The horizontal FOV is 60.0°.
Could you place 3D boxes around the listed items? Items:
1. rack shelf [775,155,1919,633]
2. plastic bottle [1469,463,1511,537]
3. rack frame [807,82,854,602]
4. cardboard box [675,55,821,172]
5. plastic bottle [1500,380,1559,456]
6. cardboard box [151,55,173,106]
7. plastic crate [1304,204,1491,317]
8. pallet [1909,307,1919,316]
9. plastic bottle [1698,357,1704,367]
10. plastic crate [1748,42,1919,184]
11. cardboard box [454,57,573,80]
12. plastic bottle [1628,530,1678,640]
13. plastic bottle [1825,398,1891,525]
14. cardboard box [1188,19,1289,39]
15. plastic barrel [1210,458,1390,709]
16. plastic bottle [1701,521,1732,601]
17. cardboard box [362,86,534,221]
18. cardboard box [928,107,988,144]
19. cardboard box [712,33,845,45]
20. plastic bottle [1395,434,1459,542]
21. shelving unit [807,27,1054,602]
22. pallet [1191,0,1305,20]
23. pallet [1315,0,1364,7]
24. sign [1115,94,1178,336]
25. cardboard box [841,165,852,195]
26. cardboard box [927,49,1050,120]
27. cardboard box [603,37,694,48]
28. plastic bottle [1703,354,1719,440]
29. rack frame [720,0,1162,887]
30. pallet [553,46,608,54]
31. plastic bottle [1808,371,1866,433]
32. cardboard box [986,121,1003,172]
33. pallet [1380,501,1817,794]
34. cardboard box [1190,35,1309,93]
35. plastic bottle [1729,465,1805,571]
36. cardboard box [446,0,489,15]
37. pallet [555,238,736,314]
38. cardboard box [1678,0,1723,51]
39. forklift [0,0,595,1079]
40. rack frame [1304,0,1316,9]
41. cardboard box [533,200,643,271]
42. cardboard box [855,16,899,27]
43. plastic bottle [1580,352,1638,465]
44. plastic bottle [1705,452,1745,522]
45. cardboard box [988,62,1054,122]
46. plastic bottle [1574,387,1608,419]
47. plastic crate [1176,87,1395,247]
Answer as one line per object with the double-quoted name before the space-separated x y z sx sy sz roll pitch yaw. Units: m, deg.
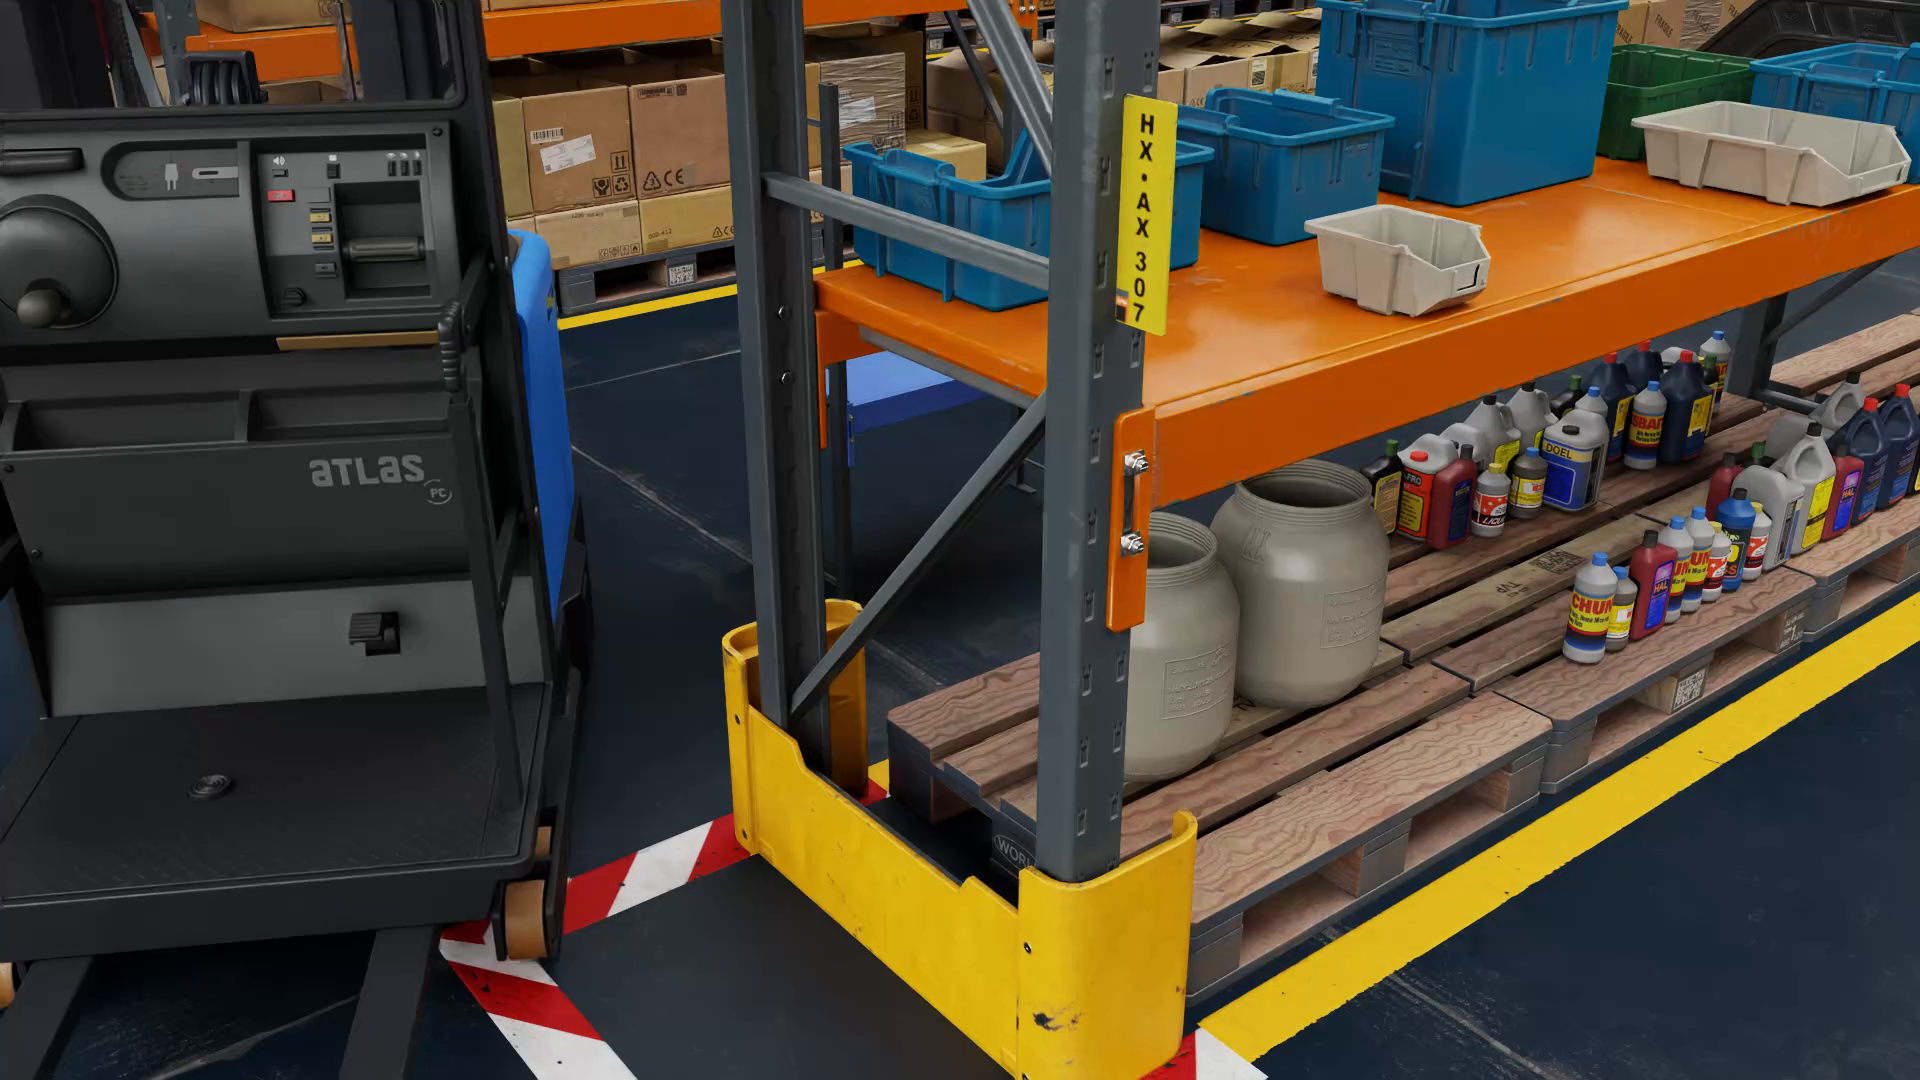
"rack shelf" 1.498 -0.705 4.060 4.000 0.370 1.077 -18 31 -34
"plastic bottle" 1.515 -0.120 4.747 0.097 0.201 0.097 0 25 0
"rack frame" -0.467 -0.526 4.602 0.032 1.500 0.500 -18 31 -34
"cardboard box" -1.004 -2.026 7.929 0.500 0.500 0.500 -18 31 -34
"plastic bottle" 1.698 -0.317 4.994 0.185 0.351 0.144 -19 31 -34
"cardboard box" -5.140 -3.071 10.976 0.500 0.311 0.500 -15 29 -30
"plastic crate" 0.827 -0.518 3.116 0.250 0.136 0.298 -18 31 -34
"pallet" 4.627 -0.821 6.769 1.213 0.211 1.003 -18 31 -34
"plastic bottle" 2.471 -0.517 5.602 0.097 0.201 0.097 0 25 0
"plastic crate" 2.369 -1.106 4.246 0.616 0.251 0.499 -18 31 -34
"cardboard box" -2.113 -1.939 7.742 0.500 0.500 0.500 -18 31 -34
"plastic bottle" 1.733 0.100 4.174 0.133 0.283 0.061 -18 30 -33
"plastic bottle" 2.592 -0.236 4.819 0.185 0.351 0.144 -20 32 -37
"cardboard box" 1.762 -3.120 10.510 0.500 0.311 0.500 -19 31 -35
"plastic barrel" 0.789 0.100 3.928 0.421 0.512 0.421 0 25 0
"plastic bottle" 1.970 0.050 4.381 0.097 0.201 0.097 0 25 0
"cardboard box" -2.178 -1.633 7.082 0.500 0.500 0.500 -18 31 -34
"cardboard box" 0.166 -2.340 9.495 0.500 0.250 0.500 -19 31 -35
"cardboard box" -0.928 -2.327 8.577 0.500 0.500 0.500 -18 31 -34
"plastic bottle" 1.314 -0.154 4.732 0.135 0.276 0.152 -18 30 -34
"shelving unit" -0.067 -0.658 4.887 1.048 1.500 0.538 -18 31 -34
"pallet" 2.693 -5.420 16.679 1.213 0.211 1.003 -18 31 -34
"pallet" 3.901 -5.817 17.534 1.213 0.211 1.003 -18 31 -34
"sign" 0.260 -0.454 2.336 0.005 0.325 0.100 -18 31 -34
"cardboard box" -0.611 -1.816 8.368 0.500 0.250 0.500 -18 31 -34
"cardboard box" 0.160 -2.590 9.370 0.500 0.311 0.500 -18 31 -34
"cardboard box" -2.472 -4.095 12.957 0.500 0.500 0.700 -17 30 -32
"plastic bottle" 2.379 -0.452 5.366 0.133 0.283 0.061 -18 31 -34
"rack frame" -0.076 -0.512 2.789 0.127 3.000 1.000 -18 31 -34
"pallet" -2.430 -3.770 13.123 1.213 0.211 1.003 -18 31 -34
"plastic bottle" 2.654 -0.334 5.030 0.185 0.351 0.144 -18 31 -34
"cardboard box" 0.489 -2.159 9.105 0.500 0.250 0.500 -19 31 -35
"pallet" 1.557 0.194 4.582 1.213 0.211 1.003 -18 31 -34
"cardboard box" 1.706 -2.815 9.853 0.500 0.311 0.500 -17 30 -33
"plastic bottle" 2.207 -0.077 4.566 0.135 0.276 0.152 -18 30 -33
"cardboard box" -2.344 -2.454 6.855 0.500 0.500 0.700 -17 30 -33
"pallet" -1.594 -1.416 8.051 1.213 0.211 1.003 -18 31 -34
"cardboard box" 5.313 -3.858 12.445 0.500 0.500 0.500 -18 30 -33
"forklift" -1.412 -0.569 2.995 1.130 2.935 3.031 -4 25 -8
"rack frame" 3.254 -6.911 16.577 0.127 3.000 1.000 -18 31 -34
"cardboard box" -1.785 -1.423 7.521 0.500 0.250 0.500 -18 31 -34
"cardboard box" -0.905 -4.638 14.127 0.500 0.500 0.700 -18 31 -34
"plastic bottle" 2.032 -0.427 5.232 0.185 0.351 0.144 -20 31 -36
"plastic bottle" 2.141 -0.116 4.640 0.133 0.283 0.061 -18 31 -34
"cardboard box" 0.497 -2.415 8.992 0.500 0.311 0.500 -18 30 -34
"plastic bottle" 1.939 -0.341 5.140 0.097 0.271 0.097 0 25 0
"plastic crate" 0.648 -0.840 3.674 0.408 0.251 0.499 -18 31 -34
